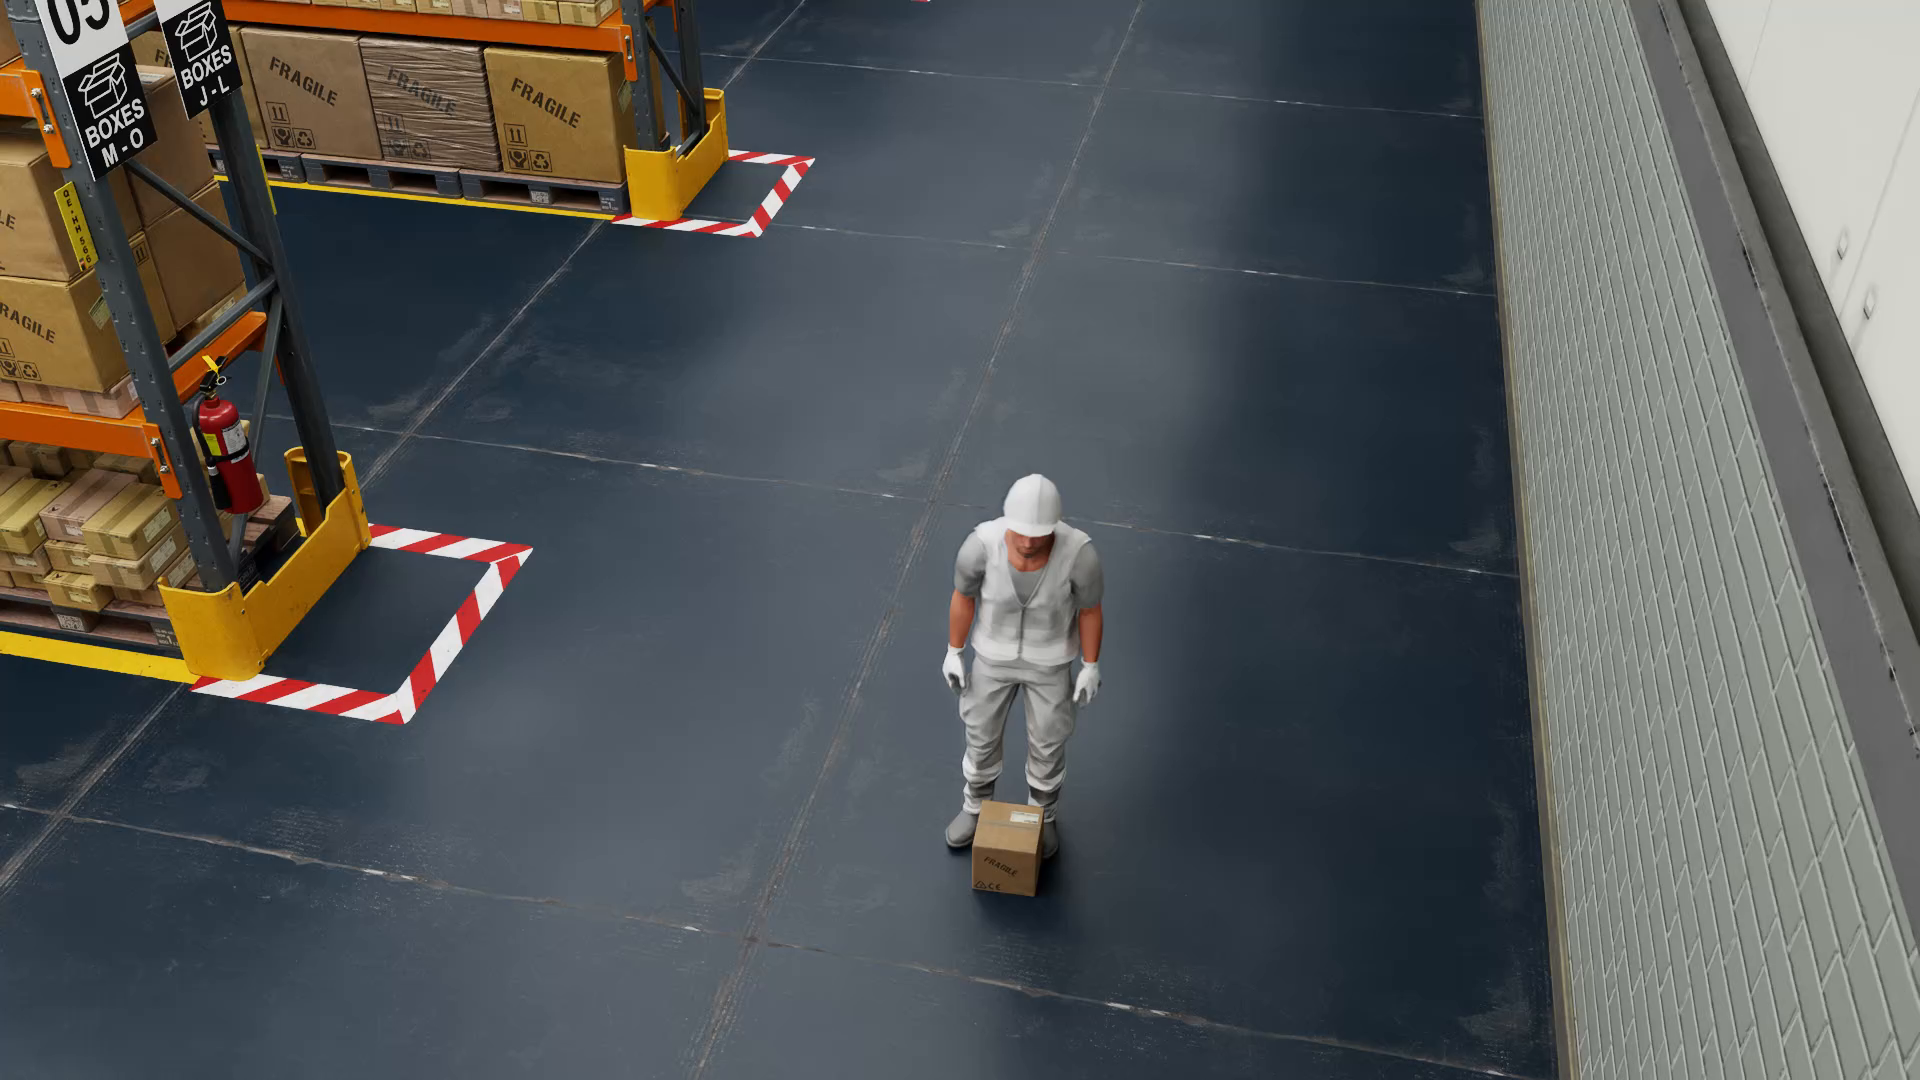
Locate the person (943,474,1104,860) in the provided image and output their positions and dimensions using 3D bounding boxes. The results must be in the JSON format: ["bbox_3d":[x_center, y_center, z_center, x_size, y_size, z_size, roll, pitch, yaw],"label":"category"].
[{"bbox_3d":[0.236,0.472,6.310,0.610,1.777,0.451,5,37,7],"label":"person"}]
